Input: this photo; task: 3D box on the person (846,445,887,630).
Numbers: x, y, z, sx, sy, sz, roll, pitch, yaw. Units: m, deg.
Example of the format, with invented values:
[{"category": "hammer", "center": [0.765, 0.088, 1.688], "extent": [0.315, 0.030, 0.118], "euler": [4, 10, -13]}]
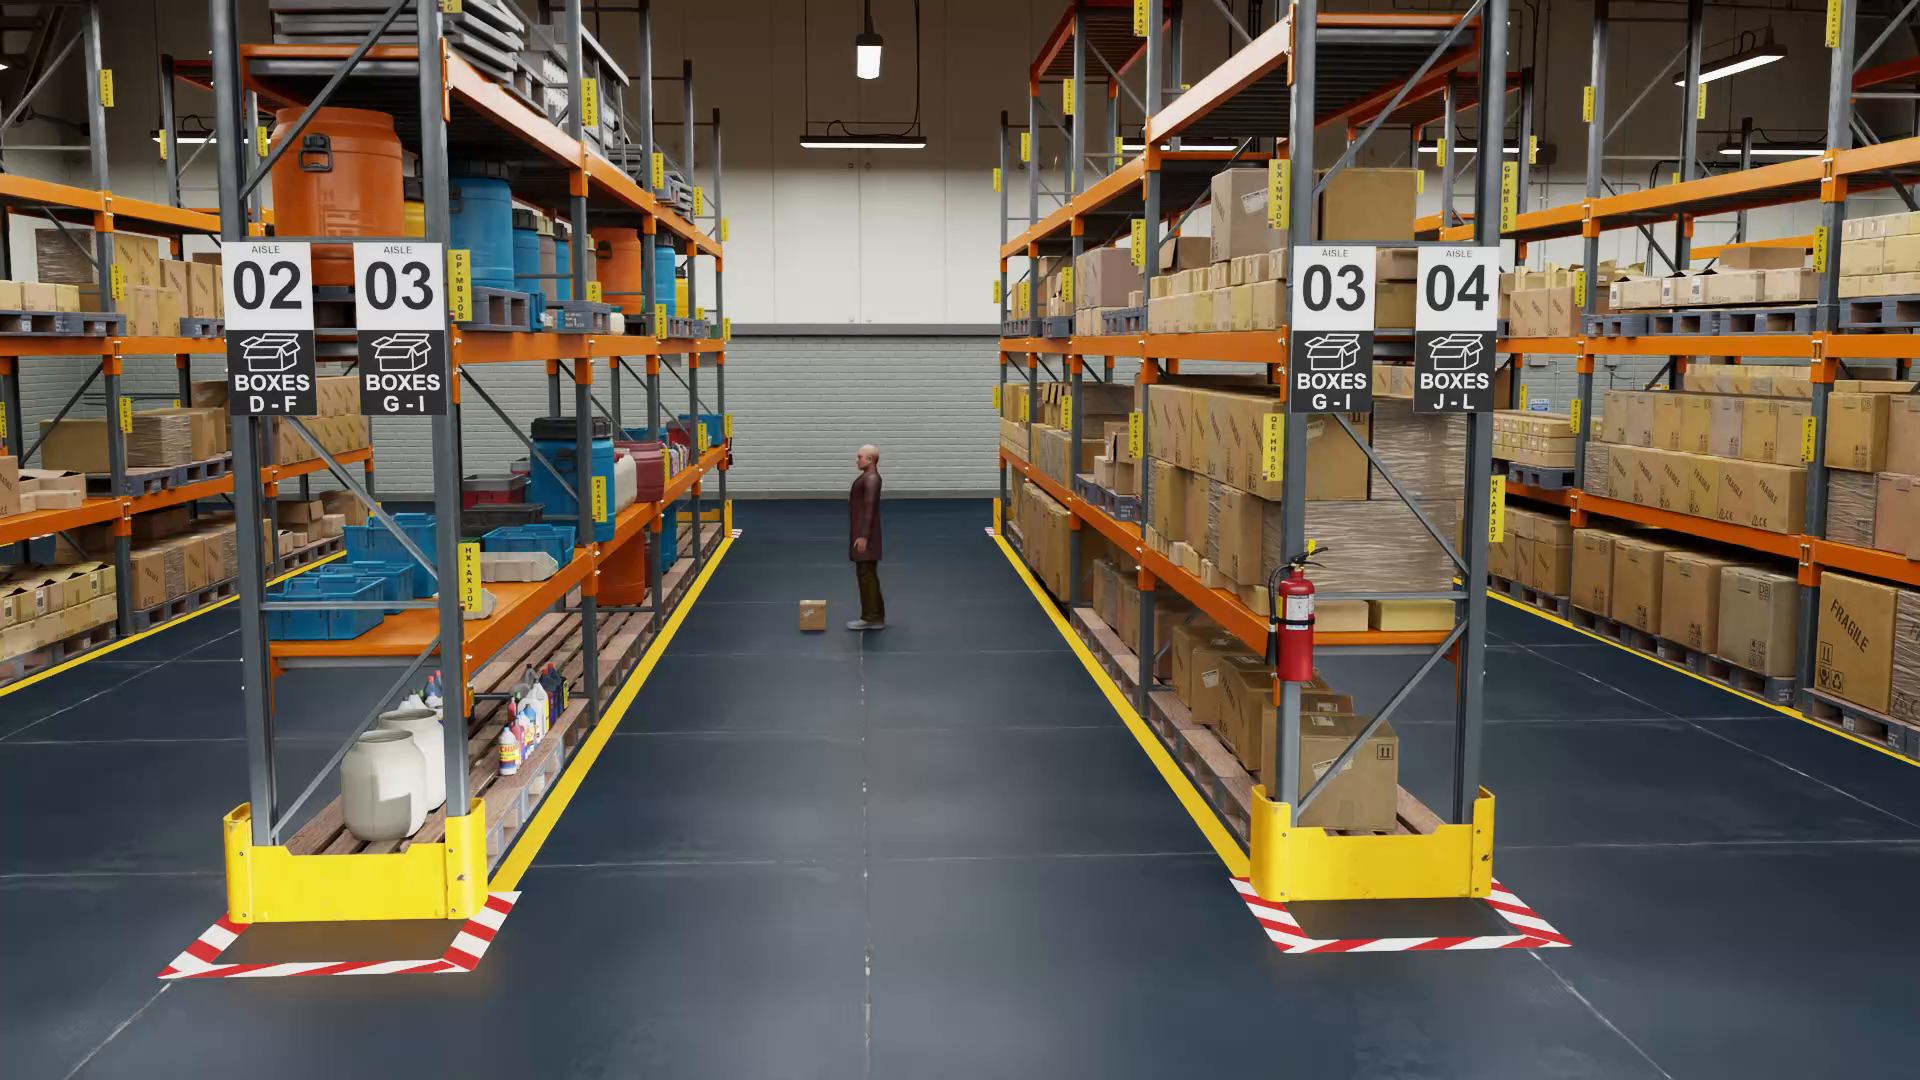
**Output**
[{"category": "person", "center": [-0.909, -0.016, 16.064], "extent": [0.397, 1.809, 0.561], "euler": [0, 7, -2]}]
